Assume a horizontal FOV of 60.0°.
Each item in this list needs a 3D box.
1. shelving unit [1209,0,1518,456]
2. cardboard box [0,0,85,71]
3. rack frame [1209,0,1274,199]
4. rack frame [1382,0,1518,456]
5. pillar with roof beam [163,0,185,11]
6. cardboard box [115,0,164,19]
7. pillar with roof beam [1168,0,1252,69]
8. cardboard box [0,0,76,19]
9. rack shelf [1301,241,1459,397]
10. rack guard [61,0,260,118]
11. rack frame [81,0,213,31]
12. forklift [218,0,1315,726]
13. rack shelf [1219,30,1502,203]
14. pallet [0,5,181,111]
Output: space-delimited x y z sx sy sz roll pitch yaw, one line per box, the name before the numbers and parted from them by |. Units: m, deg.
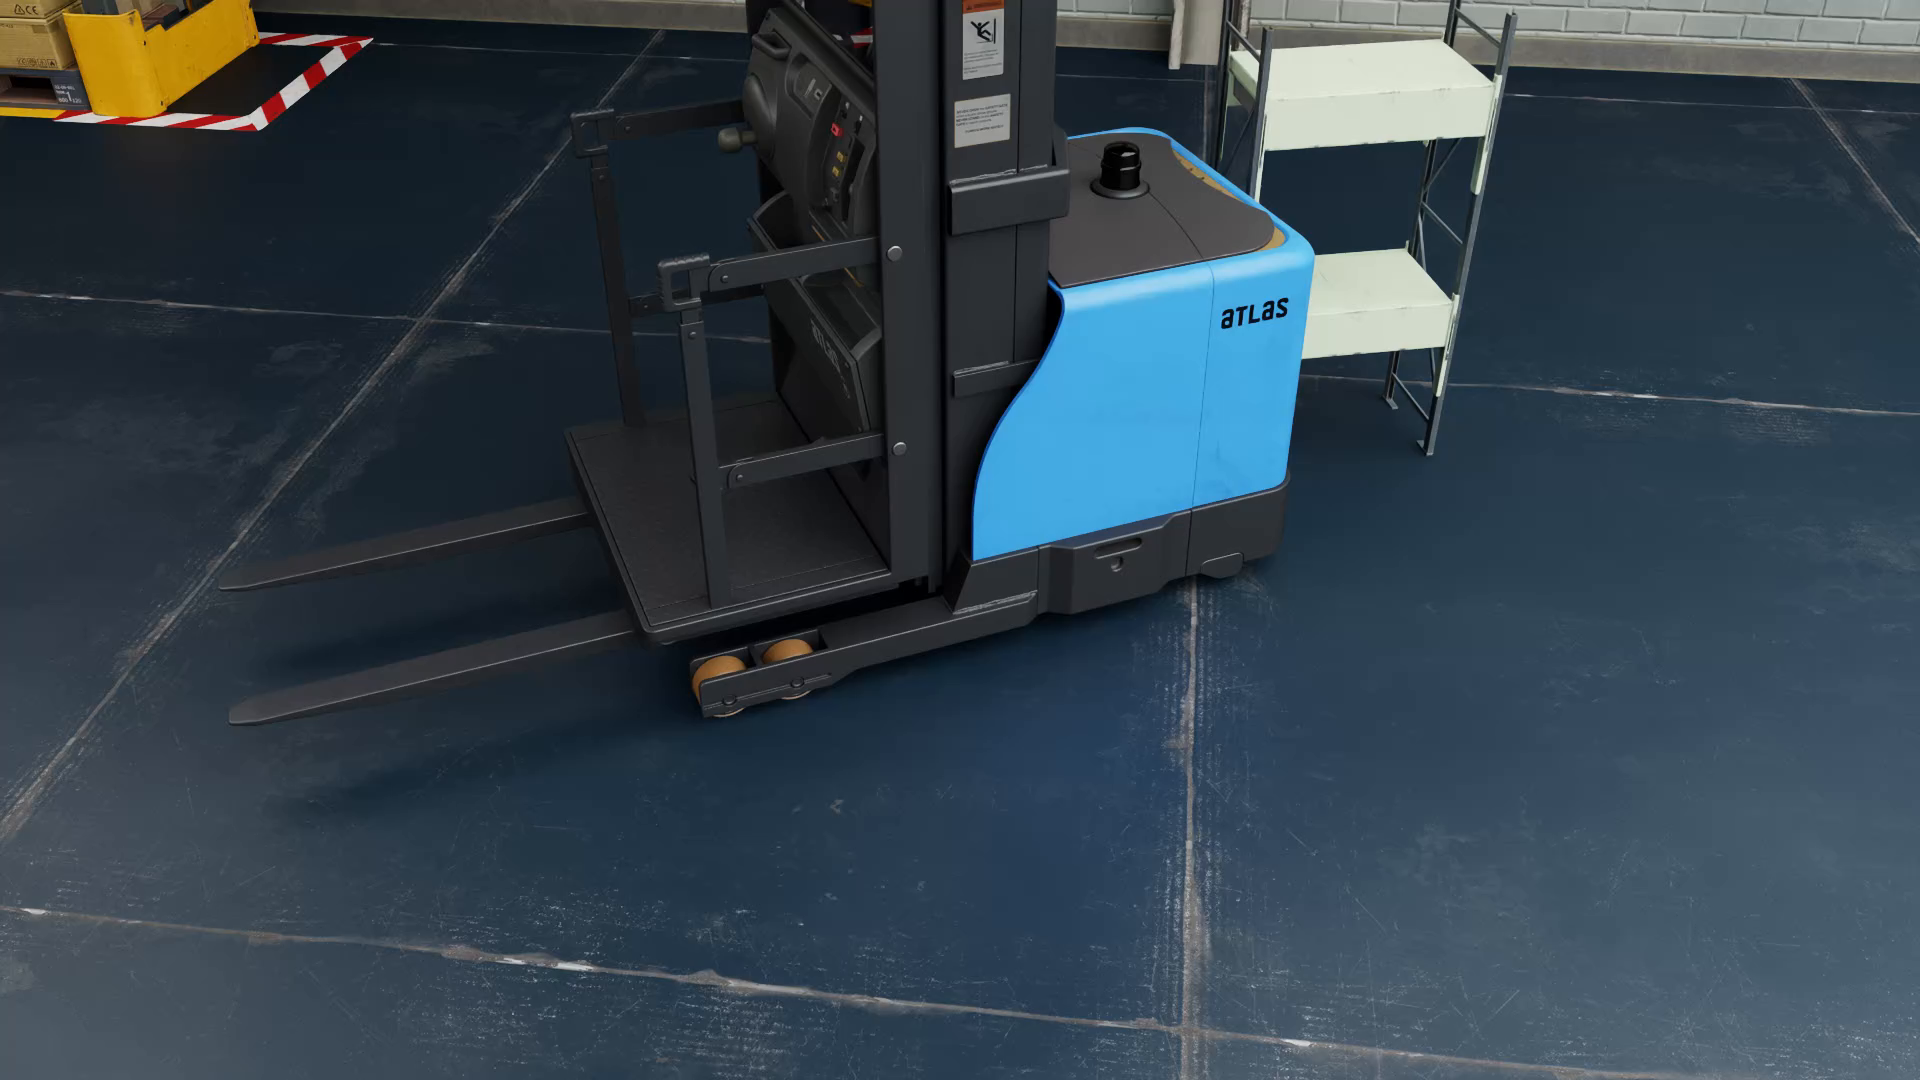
shelving unit | 1.201 -0.974 5.324 0.755 1.500 0.431 -6 36 -8
cardboard box | -4.575 -2.540 8.233 0.500 0.250 0.500 5 36 6
rack frame | 0.840 -0.938 5.273 0.023 1.500 0.400 -6 36 -8
rack frame | 1.561 -1.010 5.374 0.023 1.500 0.400 -6 36 -8
pillar with roof beam | -5.193 -4.168 3.344 0.400 9.000 9.100 4 36 6
cardboard box | -4.531 -2.837 8.648 0.500 0.250 0.500 4 36 6
pillar with roof beam | 0.758 -3.724 2.722 0.400 9.000 9.100 4 36 6
cardboard box | -4.592 -2.747 8.092 0.500 0.250 0.500 4 36 5
rack shelf | 1.201 -0.709 5.513 0.720 0.370 0.431 -6 36 -8
rack guard | -4.045 -2.617 8.486 0.348 0.500 1.175 4 36 6
rack frame | -4.069 -3.636 7.762 0.127 3.000 1.000 4 36 6
forklift | -0.576 -1.056 4.207 3.031 2.935 1.130 -13 38 -18
rack shelf | 1.201 -1.292 5.097 0.720 0.370 0.431 -6 36 -8
pallet | -4.833 -2.533 8.618 1.213 0.211 1.003 4 36 6
